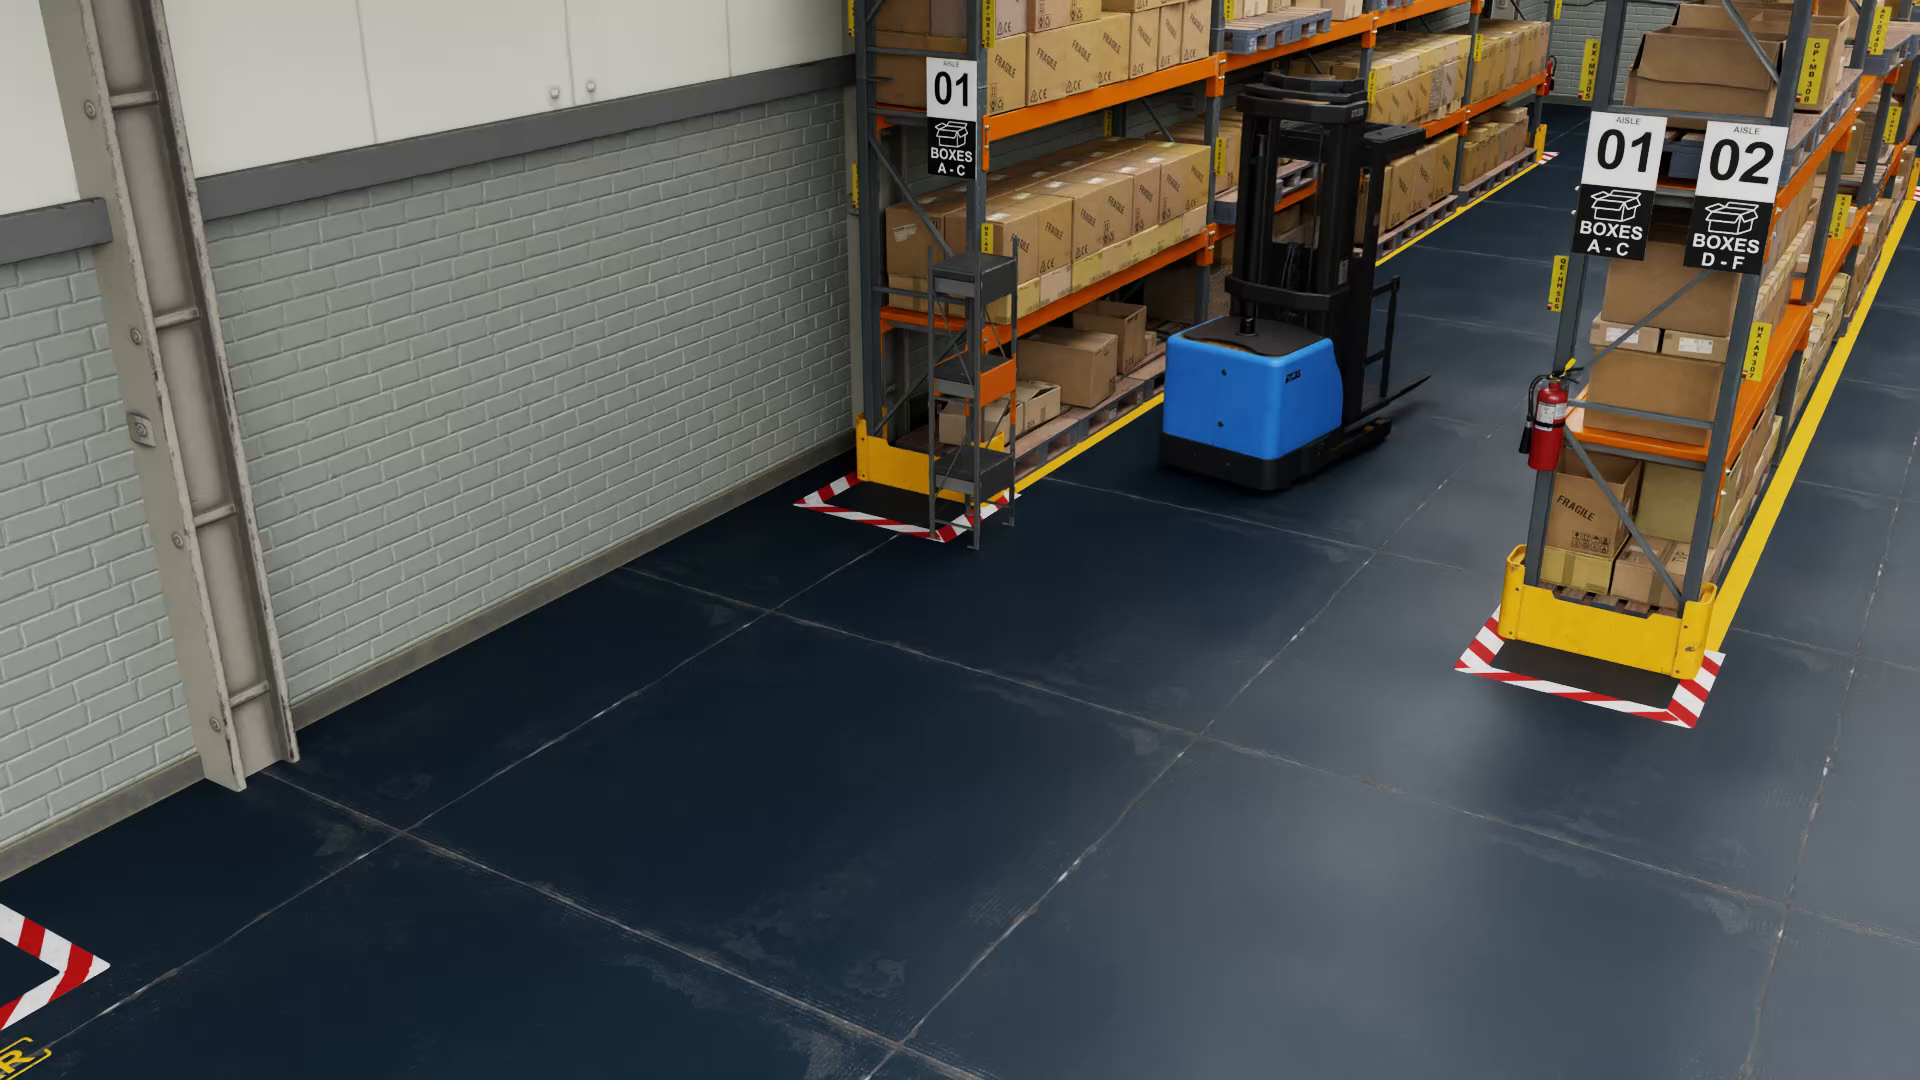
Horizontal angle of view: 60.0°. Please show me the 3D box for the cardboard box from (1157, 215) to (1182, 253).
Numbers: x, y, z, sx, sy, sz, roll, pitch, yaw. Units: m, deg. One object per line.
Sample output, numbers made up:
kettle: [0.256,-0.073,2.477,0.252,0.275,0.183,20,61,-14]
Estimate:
cardboard box: [1.573,-2.665,14.293,0.500,0.250,0.500,14,27,29]

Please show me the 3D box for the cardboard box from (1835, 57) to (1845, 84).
cardboard box: [5.642,-3.131,11.043,0.380,0.149,0.250,14,27,29]

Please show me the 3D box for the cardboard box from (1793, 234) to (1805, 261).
cardboard box: [5.816,-2.112,11.911,0.380,0.149,0.250,13,27,27]

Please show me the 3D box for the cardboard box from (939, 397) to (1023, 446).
cardboard box: [0.167,-0.947,12.992,0.500,0.311,0.500,11,26,23]

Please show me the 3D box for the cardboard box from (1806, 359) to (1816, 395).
cardboard box: [7.011,-1.440,14.233,0.500,0.250,0.500,13,27,27]

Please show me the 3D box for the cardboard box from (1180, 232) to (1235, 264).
cardboard box: [2.439,-2.914,16.355,0.500,0.250,0.500,13,27,28]

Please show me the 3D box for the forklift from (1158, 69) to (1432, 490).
forklift: [2.894,-2.226,13.202,1.130,2.935,3.031,19,30,37]

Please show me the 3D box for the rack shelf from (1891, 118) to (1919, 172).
rack shelf: [11.321,-5.122,20.712,1.077,0.370,4.000,14,27,29]

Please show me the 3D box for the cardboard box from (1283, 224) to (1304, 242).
cardboard box: [3.239,-3.115,17.764,0.700,0.500,0.500,14,27,29]

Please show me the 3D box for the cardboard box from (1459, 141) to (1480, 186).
cardboard box: [6.537,-5.091,22.351,0.700,0.500,0.500,14,27,30]

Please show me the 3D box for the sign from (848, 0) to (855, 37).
sign: [-0.736,-3.670,11.562,0.100,0.325,0.005,14,27,29]

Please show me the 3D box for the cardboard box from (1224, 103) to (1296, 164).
cardboard box: [3.067,-4.126,16.826,0.700,0.500,0.500,14,27,29]

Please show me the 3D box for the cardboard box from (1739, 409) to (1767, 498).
cardboard box: [5.201,-0.642,11.447,0.500,0.500,0.500,14,27,29]

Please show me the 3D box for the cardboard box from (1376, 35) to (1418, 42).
cardboard box: [5.321,-6.071,20.529,0.500,0.250,0.500,14,27,30]

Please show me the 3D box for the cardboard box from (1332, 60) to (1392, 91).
cardboard box: [4.419,-5.109,18.306,0.500,0.250,0.500,15,27,30]

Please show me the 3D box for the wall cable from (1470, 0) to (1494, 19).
wall cable: [8.037,-8.261,25.778,0.084,1.984,1.851,14,27,29]

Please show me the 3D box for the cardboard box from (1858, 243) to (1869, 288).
cardboard box: [8.910,-2.754,16.928,0.500,0.500,0.500,13,27,27]

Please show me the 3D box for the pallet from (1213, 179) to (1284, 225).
pallet: [2.362,-3.254,15.731,1.003,0.211,1.213,14,27,29]

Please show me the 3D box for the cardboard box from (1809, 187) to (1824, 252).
cardboard box: [7.007,-2.726,14.145,0.500,0.500,0.500,14,27,29]

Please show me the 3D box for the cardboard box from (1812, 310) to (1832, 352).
cardboard box: [7.285,-1.872,14.525,0.500,0.311,0.500,15,27,30]

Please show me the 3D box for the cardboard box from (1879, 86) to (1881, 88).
cardboard box: [9.826,-4.903,18.645,0.700,0.500,0.500,5,24,11]

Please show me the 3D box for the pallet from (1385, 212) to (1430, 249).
pallet: [5.069,-3.845,20.366,1.003,0.211,1.213,14,27,29]

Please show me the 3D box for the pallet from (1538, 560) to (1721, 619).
pallet: [4.304,0.286,10.825,1.003,0.211,1.213,14,27,29]

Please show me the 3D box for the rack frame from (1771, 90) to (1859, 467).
rack frame: [6.046,-2.077,12.773,1.000,3.000,0.127,14,27,29]

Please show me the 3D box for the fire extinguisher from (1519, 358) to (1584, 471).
fire extinguisher: [3.479,-0.749,9.802,0.296,0.674,0.183,14,27,29]

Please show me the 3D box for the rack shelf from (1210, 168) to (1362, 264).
rack shelf: [2.890,-3.459,16.870,1.077,0.370,4.000,14,27,29]

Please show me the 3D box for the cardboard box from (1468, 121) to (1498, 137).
cardboard box: [7.148,-5.642,22.808,0.380,0.149,0.250,13,27,27]

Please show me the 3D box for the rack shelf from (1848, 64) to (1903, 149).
rack shelf: [7.101,-3.799,13.879,1.077,0.370,4.000,14,27,29]

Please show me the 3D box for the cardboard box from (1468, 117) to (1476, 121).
cardboard box: [6.976,-5.821,23.221,0.380,0.149,0.250,13,27,28]

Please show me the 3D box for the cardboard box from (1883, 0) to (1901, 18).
cardboard box: [8.357,-5.004,15.632,0.910,0.500,0.500,14,27,29]

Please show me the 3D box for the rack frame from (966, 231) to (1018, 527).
rack frame: [0.216,-1.102,11.652,0.400,2.100,0.015,14,27,29]

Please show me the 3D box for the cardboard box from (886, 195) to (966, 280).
cardboard box: [-0.207,-2.252,12.396,0.500,0.500,0.500,14,27,28]

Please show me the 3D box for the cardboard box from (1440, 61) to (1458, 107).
cardboard box: [5.765,-5.623,20.437,0.500,0.500,0.500,14,27,29]

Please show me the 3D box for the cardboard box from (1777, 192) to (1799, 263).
cardboard box: [5.287,-2.228,11.361,0.700,0.500,0.500,14,27,29]

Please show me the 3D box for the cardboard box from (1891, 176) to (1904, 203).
cardboard box: [11.771,-4.518,21.318,0.500,0.250,0.500,14,27,29]

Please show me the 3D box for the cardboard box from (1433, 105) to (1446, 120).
cardboard box: [5.740,-5.265,20.427,0.380,0.149,0.250,14,27,29]

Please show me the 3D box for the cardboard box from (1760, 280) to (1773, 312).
cardboard box: [5.003,-1.593,10.712,0.380,0.149,0.250,13,27,28]

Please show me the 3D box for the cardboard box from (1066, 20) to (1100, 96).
cardboard box: [0.698,-3.606,12.377,0.500,0.500,0.500,15,28,31]

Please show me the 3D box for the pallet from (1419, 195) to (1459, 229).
pallet: [5.712,-4.258,21.321,1.003,0.211,1.213,14,27,29]

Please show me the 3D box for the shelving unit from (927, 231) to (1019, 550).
shelving unit: [0.088,-1.019,11.462,0.431,2.100,0.503,14,27,29]

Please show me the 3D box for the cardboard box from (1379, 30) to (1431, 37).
cardboard box: [5.591,-6.249,20.940,0.500,0.250,0.500,15,27,31]

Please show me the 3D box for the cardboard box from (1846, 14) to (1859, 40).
cardboard box: [7.106,-4.210,13.584,0.500,0.250,0.500,11,26,25]

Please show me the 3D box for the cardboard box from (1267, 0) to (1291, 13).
cardboard box: [2.842,-5.313,15.818,0.500,0.500,0.500,13,27,27]

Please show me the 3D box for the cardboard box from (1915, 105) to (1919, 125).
cardboard box: [11.299,-5.280,20.045,0.500,0.500,0.500,14,27,29]

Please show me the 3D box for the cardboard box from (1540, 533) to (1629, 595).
cardboard box: [3.968,0.099,10.678,0.500,0.250,0.500,14,27,29]

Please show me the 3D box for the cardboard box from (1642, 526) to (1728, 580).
cardboard box: [4.668,0.038,10.819,0.500,0.250,0.500,14,27,29]

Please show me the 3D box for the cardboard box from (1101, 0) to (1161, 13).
cardboard box: [1.255,-4.413,12.983,0.500,0.500,0.500,13,27,27]

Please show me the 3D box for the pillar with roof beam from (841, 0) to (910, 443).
pillar with roof beam: [3.017,-4.033,9.738,9.100,9.000,0.400,14,27,29]

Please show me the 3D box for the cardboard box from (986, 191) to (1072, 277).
cardboard box: [0.502,-2.311,12.533,0.500,0.500,0.500,14,27,29]

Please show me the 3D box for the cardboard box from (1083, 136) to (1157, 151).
cardboard box: [1.410,-3.284,14.779,0.500,0.500,0.500,13,27,28]

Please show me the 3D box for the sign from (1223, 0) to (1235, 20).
sign: [2.300,-4.617,14.212,0.100,0.325,0.005,14,27,29]

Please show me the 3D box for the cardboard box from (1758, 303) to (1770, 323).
cardboard box: [5.007,-1.451,11.200,0.700,0.500,0.500,15,27,31]

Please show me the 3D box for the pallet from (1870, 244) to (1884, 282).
pallet: [9.869,-3.215,18.911,1.003,0.211,1.213,14,27,29]

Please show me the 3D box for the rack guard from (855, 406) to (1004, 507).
rack guard: [-0.235,-0.643,12.605,1.175,0.500,0.348,14,27,29]

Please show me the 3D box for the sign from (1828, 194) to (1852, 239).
sign: [6.518,-2.395,12.317,0.100,0.325,0.005,14,27,29]

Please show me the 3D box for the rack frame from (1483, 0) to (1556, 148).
rack frame: [8.165,-7.164,24.523,1.000,3.000,0.127,14,27,29]
